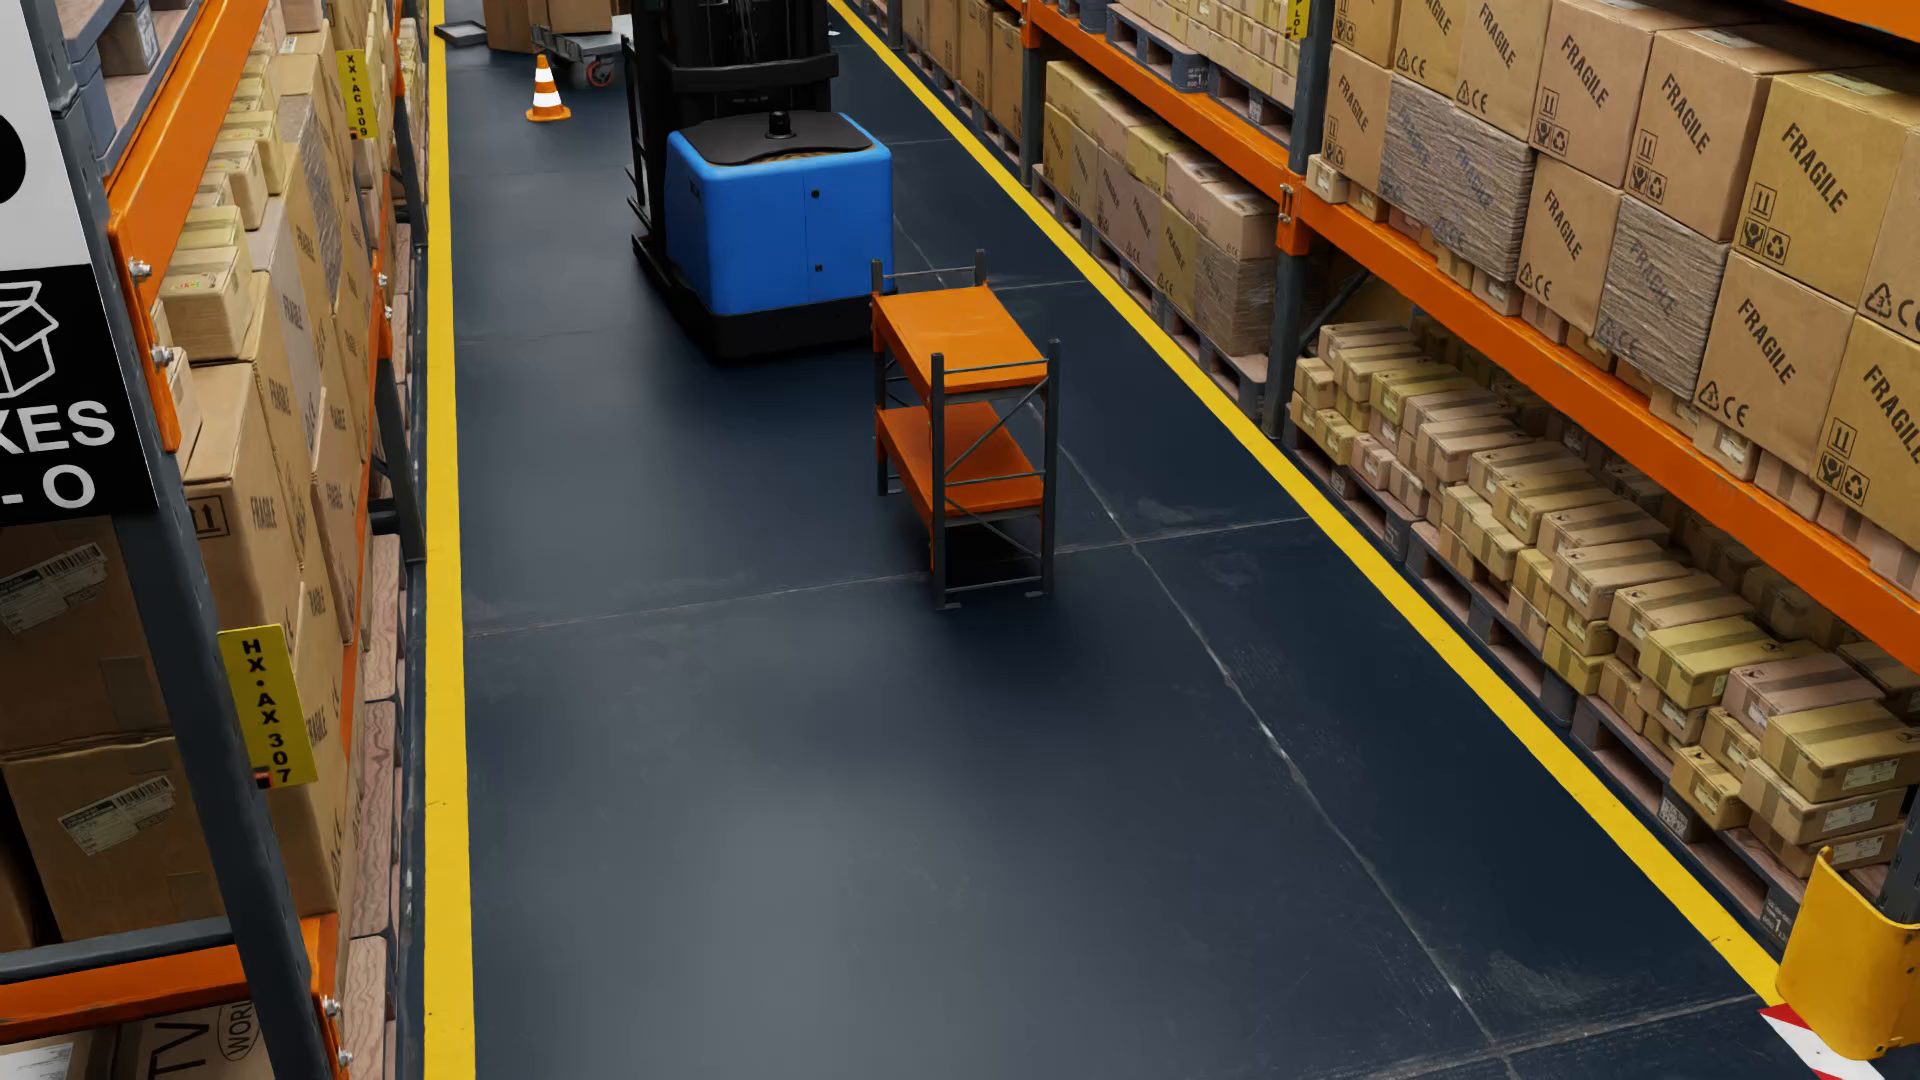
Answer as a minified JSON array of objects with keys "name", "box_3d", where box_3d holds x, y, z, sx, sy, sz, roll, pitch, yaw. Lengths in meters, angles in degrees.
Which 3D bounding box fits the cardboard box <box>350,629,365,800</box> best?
[{"name":"cardboard box","box_3d":[-2.467,0.511,5.511,0.875,0.438,0.875,-9,31,-15]}]

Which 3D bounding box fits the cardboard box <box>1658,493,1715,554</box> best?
[{"name":"cardboard box","box_3d":[2.859,-0.077,6.222,0.380,0.149,0.250,-7,31,-13]}]

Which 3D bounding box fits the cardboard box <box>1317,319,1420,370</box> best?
[{"name":"cardboard box","box_3d":[1.869,-0.884,7.616,0.380,0.149,0.250,-7,31,-11]}]

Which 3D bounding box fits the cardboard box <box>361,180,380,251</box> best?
[{"name":"cardboard box","box_3d":[-2.631,-1.348,6.735,0.500,0.250,0.500,-9,31,-14]}]

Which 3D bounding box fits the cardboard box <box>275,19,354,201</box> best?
[{"name":"cardboard box","box_3d":[-2.377,-1.451,5.664,0.500,0.500,0.500,-8,31,-14]}]

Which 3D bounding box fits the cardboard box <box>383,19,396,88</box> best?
[{"name":"cardboard box","box_3d":[-3.295,-2.578,8.860,0.500,0.250,0.500,-7,31,-12]}]

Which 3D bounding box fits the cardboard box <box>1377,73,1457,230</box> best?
[{"name":"cardboard box","box_3d":[2.004,-1.534,6.509,0.500,0.500,0.500,-8,31,-13]}]

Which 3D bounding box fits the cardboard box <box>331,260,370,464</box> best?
[{"name":"cardboard box","box_3d":[-2.110,-0.530,5.072,0.500,0.500,0.500,-8,31,-14]}]

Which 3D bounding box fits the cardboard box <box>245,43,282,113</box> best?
[{"name":"cardboard box","box_3d":[-2.172,-1.317,4.785,0.380,0.149,0.250,-8,31,-14]}]

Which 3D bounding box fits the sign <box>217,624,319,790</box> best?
[{"name":"sign","box_3d":[-1.170,0.286,2.818,0.100,0.325,0.005,-8,31,-13]}]

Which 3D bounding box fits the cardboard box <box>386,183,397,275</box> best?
[{"name":"cardboard box","box_3d":[-3.727,-2.015,9.439,0.875,0.875,0.875,-8,31,-14]}]

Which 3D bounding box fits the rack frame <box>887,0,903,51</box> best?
[{"name":"rack frame","box_3d":[-0.146,-5.737,14.167,1.000,3.000,0.127,-8,31,-13]}]

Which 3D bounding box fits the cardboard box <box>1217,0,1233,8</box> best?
[{"name":"cardboard box","box_3d":[1.474,-2.753,8.249,0.380,0.149,0.250,-8,31,-13]}]

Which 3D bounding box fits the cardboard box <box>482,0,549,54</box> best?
[{"name":"cardboard box","box_3d":[-3.865,-4.647,14.777,0.500,0.500,0.500,13,32,21]}]

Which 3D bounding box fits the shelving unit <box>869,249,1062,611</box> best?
[{"name":"shelving unit","box_3d":[0.002,-0.484,6.963,0.538,1.125,1.048,-8,31,-13]}]

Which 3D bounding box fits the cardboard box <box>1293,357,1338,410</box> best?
[{"name":"cardboard box","box_3d":[1.765,-0.732,7.650,0.380,0.149,0.250,-6,31,-11]}]

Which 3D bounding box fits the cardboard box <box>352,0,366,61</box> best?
[{"name":"cardboard box","box_3d":[-2.901,-2.377,7.265,0.500,0.500,0.500,-9,31,-15]}]

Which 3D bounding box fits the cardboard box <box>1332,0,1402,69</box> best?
[{"name":"cardboard box","box_3d":[1.862,-2.227,6.709,0.500,0.500,0.500,-7,31,-12]}]

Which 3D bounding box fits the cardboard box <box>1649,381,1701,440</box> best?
[{"name":"cardboard box","box_3d":[2.437,-0.448,5.280,0.380,0.149,0.250,-9,31,-15]}]

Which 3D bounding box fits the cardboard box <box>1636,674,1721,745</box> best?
[{"name":"cardboard box","box_3d":[2.484,0.515,5.496,0.380,0.149,0.250,-9,31,-15]}]

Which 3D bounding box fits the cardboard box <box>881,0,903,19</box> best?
[{"name":"cardboard box","box_3d":[-0.246,-5.312,15.135,0.875,0.875,0.875,-7,31,-13]}]

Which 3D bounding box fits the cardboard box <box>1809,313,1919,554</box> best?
[{"name":"cardboard box","box_3d":[2.671,-0.296,4.370,0.500,0.500,0.500,-7,31,-12]}]

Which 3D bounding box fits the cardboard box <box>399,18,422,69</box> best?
[{"name":"cardboard box","box_3d":[-4.750,-3.821,13.061,0.950,0.372,0.625,-7,31,-13]}]

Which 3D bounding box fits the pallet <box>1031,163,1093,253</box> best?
[{"name":"pallet","box_3d":[1.121,-2.220,10.875,1.003,0.211,1.213,-8,31,-13]}]

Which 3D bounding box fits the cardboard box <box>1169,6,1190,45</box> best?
[{"name":"cardboard box","box_3d":[1.332,-2.740,8.821,0.380,0.149,0.250,-7,31,-11]}]

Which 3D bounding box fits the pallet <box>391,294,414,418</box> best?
[{"name":"pallet","box_3d":[-3.373,-0.912,8.615,1.003,0.211,1.213,-8,31,-13]}]

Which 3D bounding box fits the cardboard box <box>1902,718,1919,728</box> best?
[{"name":"cardboard box","box_3d":[3.129,0.556,5.426,0.380,0.149,0.250,-8,31,-14]}]

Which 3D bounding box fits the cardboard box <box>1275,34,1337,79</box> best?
[{"name":"cardboard box","box_3d":[1.681,-2.240,7.661,0.380,0.149,0.250,-7,31,-12]}]

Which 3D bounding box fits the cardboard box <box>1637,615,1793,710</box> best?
[{"name":"cardboard box","box_3d":[2.451,0.395,5.407,0.380,0.149,0.250,-9,31,-14]}]

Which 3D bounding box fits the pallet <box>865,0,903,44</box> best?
[{"name":"pallet","box_3d":[-0.273,-4.907,15.518,1.003,0.211,1.213,-8,31,-13]}]

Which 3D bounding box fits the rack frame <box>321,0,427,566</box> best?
[{"name":"rack frame","box_3d":[-2.769,-1.166,6.270,1.000,3.000,0.127,-8,31,-13]}]

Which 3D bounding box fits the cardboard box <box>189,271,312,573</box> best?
[{"name":"cardboard box","box_3d":[-1.704,-0.228,3.552,0.500,0.500,0.500,-9,31,-15]}]

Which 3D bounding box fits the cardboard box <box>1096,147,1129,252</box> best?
[{"name":"cardboard box","box_3d":[1.135,-2.039,9.855,0.500,0.500,0.500,-9,31,-15]}]

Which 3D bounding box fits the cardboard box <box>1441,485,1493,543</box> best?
[{"name":"cardboard box","box_3d":[2.143,-0.112,6.578,0.380,0.149,0.250,-8,31,-14]}]

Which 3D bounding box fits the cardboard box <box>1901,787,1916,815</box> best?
[{"name":"cardboard box","box_3d":[3.208,0.816,5.273,0.380,0.149,0.250,-7,31,-12]}]

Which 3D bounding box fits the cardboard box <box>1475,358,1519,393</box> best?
[{"name":"cardboard box","box_3d":[2.501,-0.703,7.304,0.380,0.149,0.250,-8,31,-14]}]

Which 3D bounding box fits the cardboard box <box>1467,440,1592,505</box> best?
[{"name":"cardboard box","box_3d":[2.231,-0.250,6.521,0.380,0.149,0.250,-9,31,-15]}]

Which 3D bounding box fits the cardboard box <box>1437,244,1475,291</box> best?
[{"name":"cardboard box","box_3d":[2.069,-1.084,6.380,0.380,0.149,0.250,-7,31,-12]}]

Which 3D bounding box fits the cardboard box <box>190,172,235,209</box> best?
[{"name":"cardboard box","box_3d":[-1.839,-0.701,3.722,0.380,0.149,0.250,-8,31,-13]}]

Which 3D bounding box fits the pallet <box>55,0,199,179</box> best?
[{"name":"pallet","box_3d":[-1.914,-0.851,2.819,1.003,0.211,1.213,-8,31,-13]}]

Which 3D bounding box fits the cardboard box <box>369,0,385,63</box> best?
[{"name":"cardboard box","box_3d":[-3.162,-2.557,8.325,0.500,0.250,0.500,-9,31,-15]}]

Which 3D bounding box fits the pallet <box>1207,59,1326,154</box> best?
[{"name":"pallet","box_3d":[1.914,-2.178,8.210,1.003,0.211,1.213,-8,31,-13]}]

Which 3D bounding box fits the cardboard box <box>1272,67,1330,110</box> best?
[{"name":"cardboard box","box_3d":[1.681,-2.111,7.735,0.380,0.149,0.250,-9,31,-14]}]

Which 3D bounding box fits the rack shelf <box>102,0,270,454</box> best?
[{"name":"rack shelf","box_3d":[-2.238,-1.187,4.030,1.077,0.370,4.000,-8,31,-13]}]

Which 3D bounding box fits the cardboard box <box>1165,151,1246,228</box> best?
[{"name":"cardboard box","box_3d":[1.412,-1.873,8.820,0.500,0.250,0.500,-6,31,-11]}]

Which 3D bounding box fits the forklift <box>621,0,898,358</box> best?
[{"name":"forklift","box_3d":[-1.360,-2.949,9.420,1.130,2.935,3.031,-11,32,-19]}]

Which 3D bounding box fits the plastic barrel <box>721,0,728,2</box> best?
[{"name":"plastic barrel","box_3d":[-1.926,-4.966,15.406,0.512,0.421,0.421,13,32,21]}]

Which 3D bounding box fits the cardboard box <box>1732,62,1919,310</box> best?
[{"name":"cardboard box","box_3d":[2.543,-0.978,4.551,0.500,0.500,0.500,-9,31,-15]}]

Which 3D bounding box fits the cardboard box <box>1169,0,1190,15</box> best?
[{"name":"cardboard box","box_3d":[1.328,-2.877,8.760,0.380,0.149,0.250,-8,31,-13]}]

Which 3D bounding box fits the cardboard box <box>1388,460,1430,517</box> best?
[{"name":"cardboard box","box_3d":[2.066,-0.244,7.105,0.380,0.149,0.250,-8,31,-14]}]

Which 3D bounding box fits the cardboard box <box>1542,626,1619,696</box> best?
[{"name":"cardboard box","box_3d":[2.339,0.403,5.987,0.380,0.149,0.250,-9,31,-15]}]

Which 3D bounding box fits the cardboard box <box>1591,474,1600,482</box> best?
[{"name":"cardboard box","box_3d":[2.649,-0.197,6.725,0.380,0.149,0.250,-9,31,-16]}]

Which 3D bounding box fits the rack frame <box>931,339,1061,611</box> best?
[{"name":"rack frame","box_3d":[0.137,-0.238,6.538,0.500,1.125,0.032,-8,31,-13]}]

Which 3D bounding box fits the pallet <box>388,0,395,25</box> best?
[{"name":"pallet","box_3d":[-4.122,-3.345,10.226,1.213,0.211,1.003,-8,31,-13]}]
